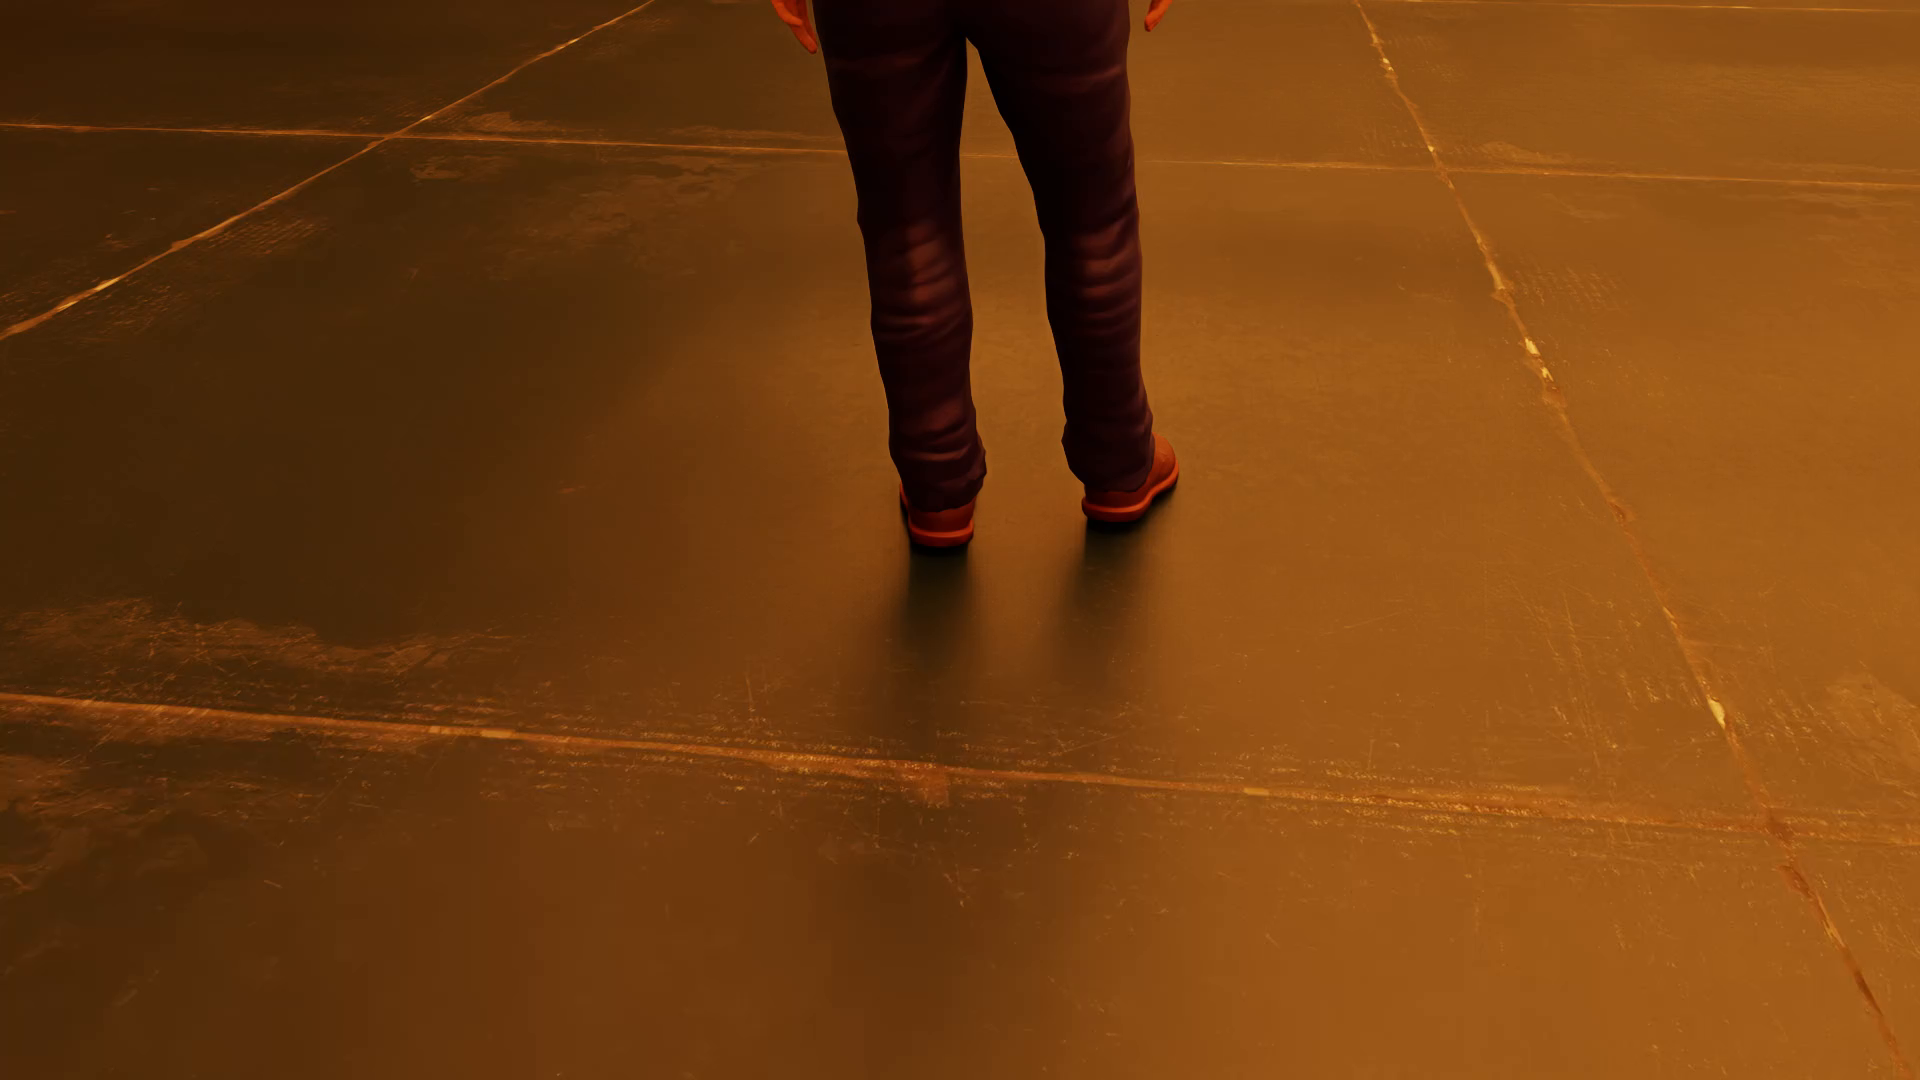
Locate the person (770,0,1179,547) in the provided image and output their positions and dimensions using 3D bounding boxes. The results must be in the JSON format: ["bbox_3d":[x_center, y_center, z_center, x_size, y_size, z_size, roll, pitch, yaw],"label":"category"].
[{"bbox_3d":[0.035,-0.783,2.205,0.598,1.651,0.503,3,27,7],"label":"person"}]
